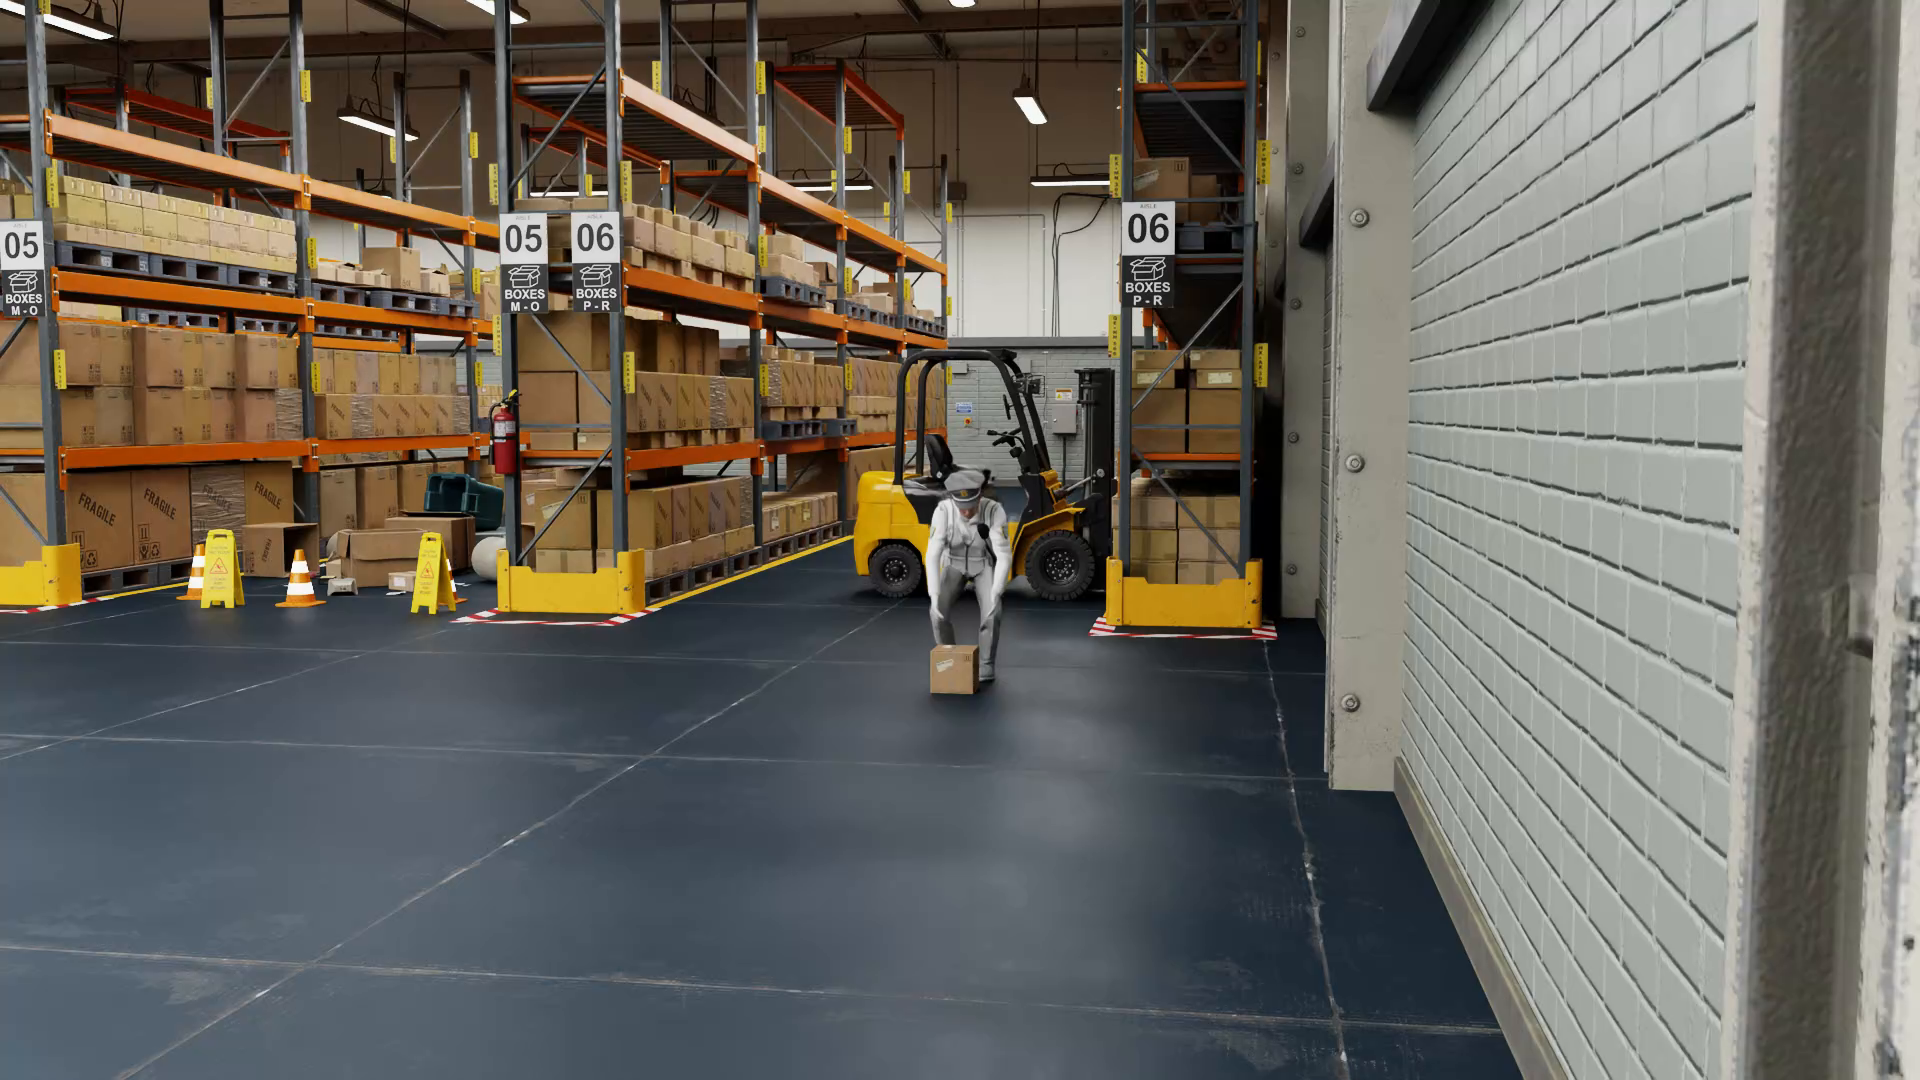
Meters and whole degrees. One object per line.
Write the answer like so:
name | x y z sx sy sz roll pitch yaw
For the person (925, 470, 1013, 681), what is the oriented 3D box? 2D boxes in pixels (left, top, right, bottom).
person | 0.066 0.215 10.088 0.533 1.292 0.752 1 5 9
